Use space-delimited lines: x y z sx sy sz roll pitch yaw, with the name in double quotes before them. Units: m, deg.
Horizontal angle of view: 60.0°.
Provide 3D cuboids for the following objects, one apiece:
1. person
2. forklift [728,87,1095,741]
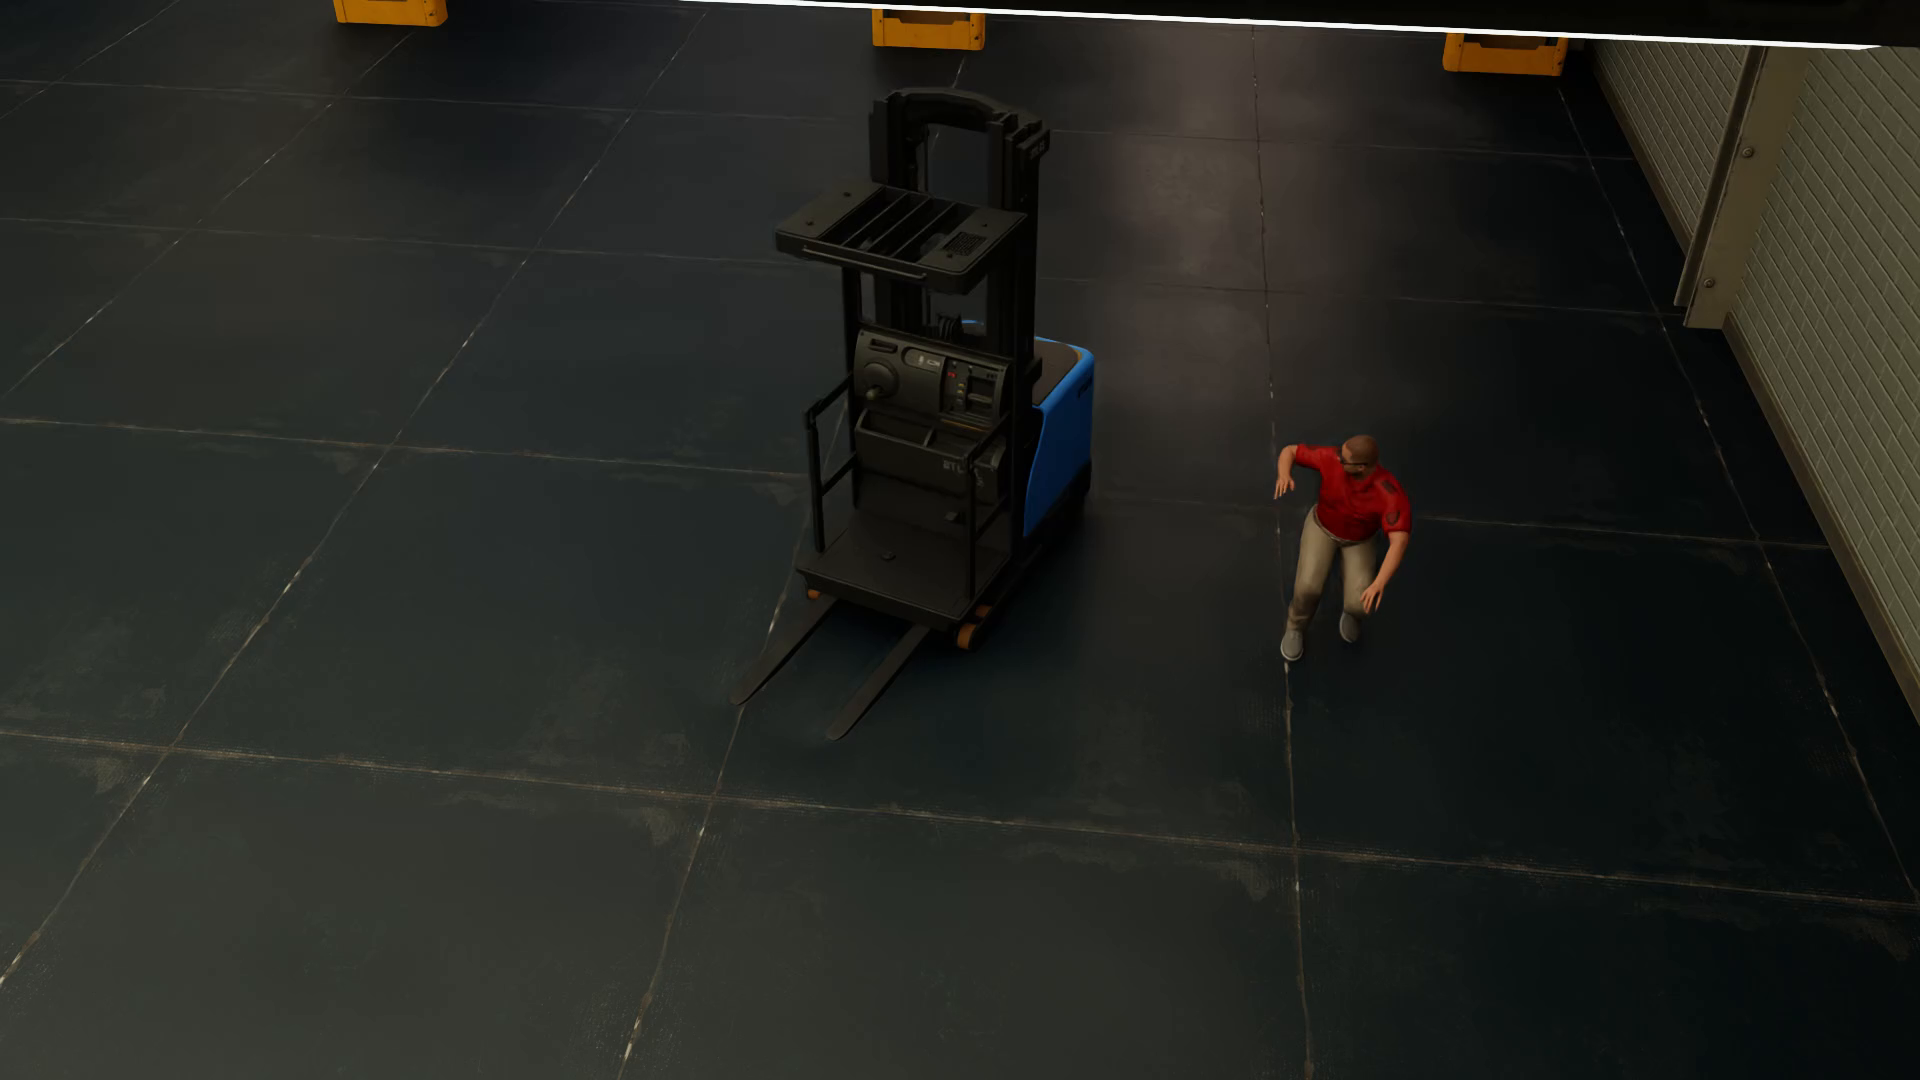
"person" 2.050 0.081 9.166 0.787 1.474 0.978 13 38 17
"forklift" -0.267 -0.840 9.169 1.130 2.935 3.031 17 40 21
